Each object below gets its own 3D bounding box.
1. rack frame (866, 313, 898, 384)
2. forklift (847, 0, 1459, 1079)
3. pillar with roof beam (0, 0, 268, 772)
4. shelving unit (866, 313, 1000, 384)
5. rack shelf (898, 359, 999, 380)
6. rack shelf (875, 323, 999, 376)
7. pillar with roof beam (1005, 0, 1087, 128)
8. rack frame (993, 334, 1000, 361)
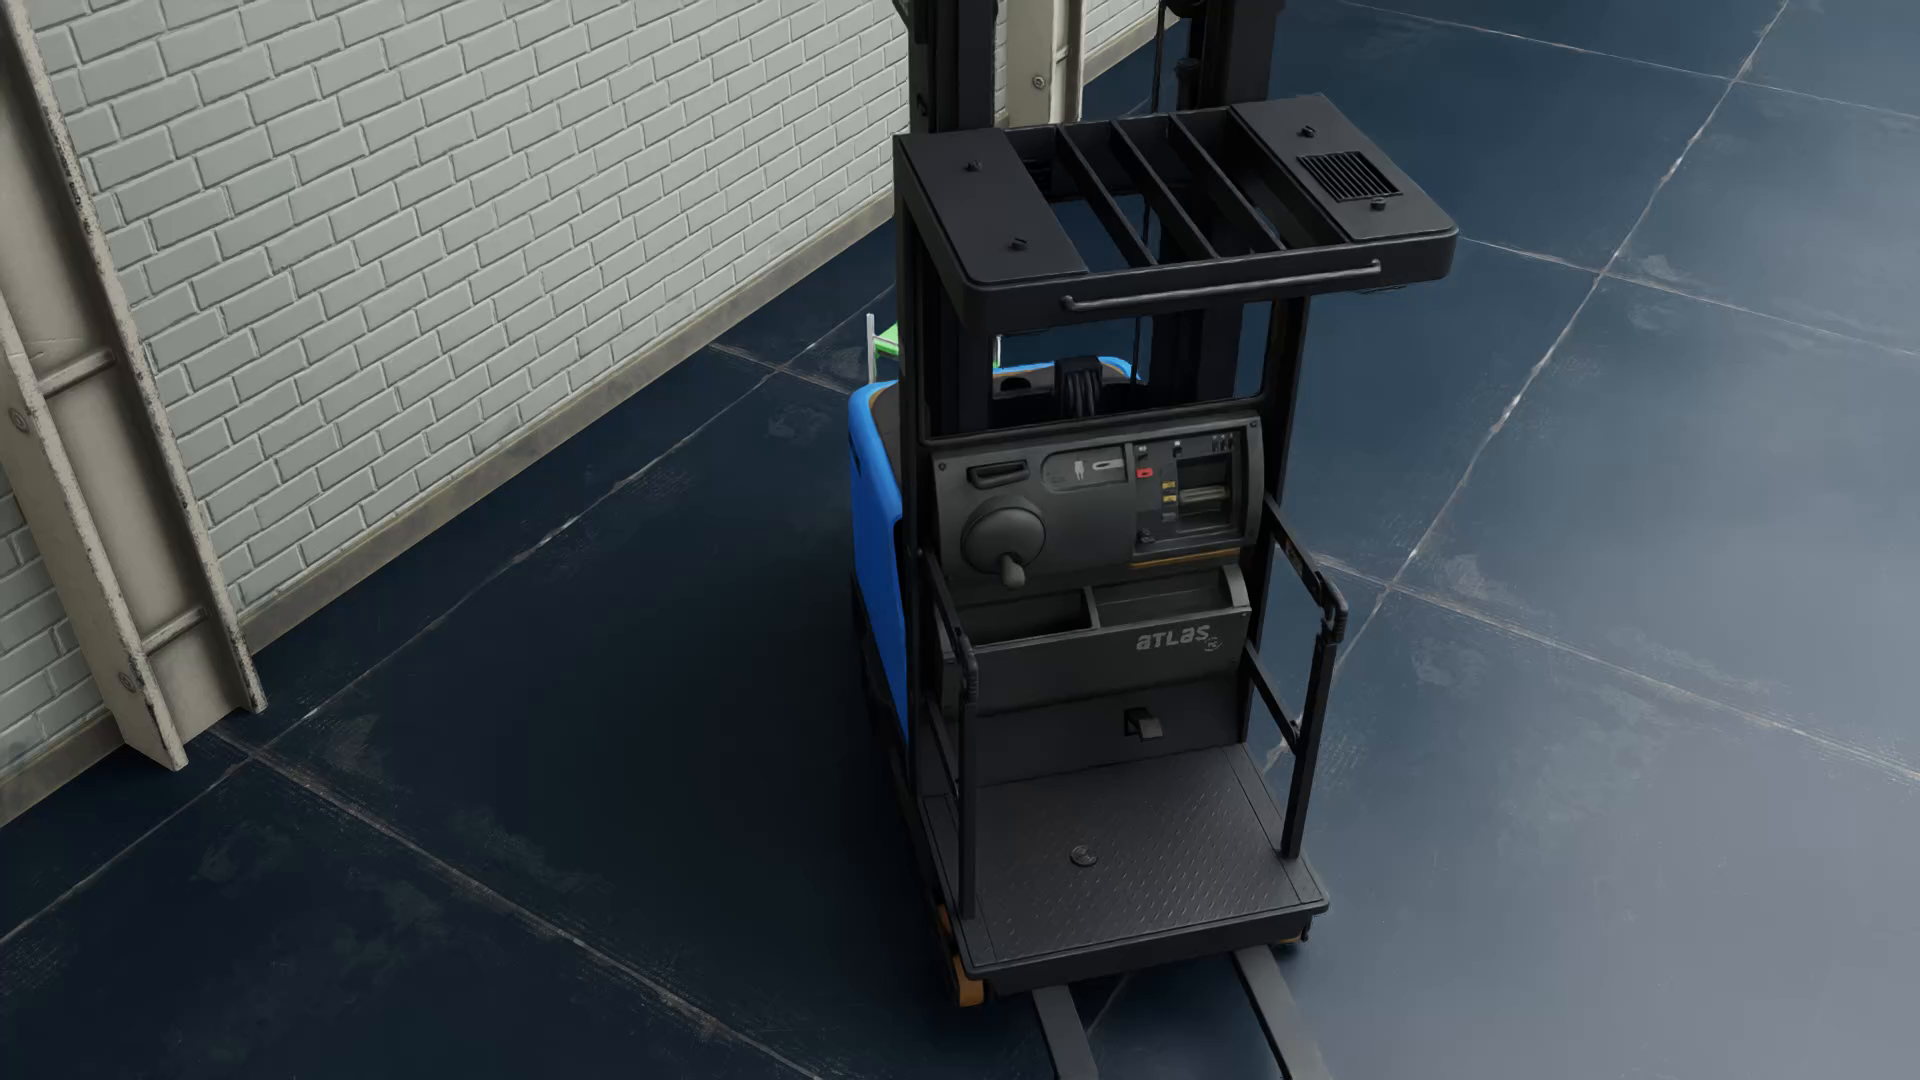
[{"bbox_3d":[-0.222,-0.274,6.123,0.240,1.200,0.015,22,43,26],"label":"rack frame"},{"bbox_3d":[0.438,-0.034,4.393,1.130,2.935,3.031,-8,38,-11],"label":"forklift"},{"bbox_3d":[0.915,-1.510,1.338,9.100,9.000,0.400,21,42,25],"label":"pillar with roof beam"},{"bbox_3d":[-0.089,-0.400,6.285,0.258,1.200,0.503,22,43,26],"label":"shelving unit"},{"bbox_3d":[-0.089,-0.539,6.177,0.258,0.148,0.480,22,43,26],"label":"rack shelf"},{"bbox_3d":[-0.089,-0.729,6.030,0.258,0.148,0.480,22,43,26],"label":"rack shelf"},{"bbox_3d":[4.130,-4.603,5.351,9.100,9.000,0.400,21,42,25],"label":"pillar with roof beam"},{"bbox_3d":[0.044,-0.525,6.447,0.240,1.200,0.015,22,43,26],"label":"rack frame"}]
